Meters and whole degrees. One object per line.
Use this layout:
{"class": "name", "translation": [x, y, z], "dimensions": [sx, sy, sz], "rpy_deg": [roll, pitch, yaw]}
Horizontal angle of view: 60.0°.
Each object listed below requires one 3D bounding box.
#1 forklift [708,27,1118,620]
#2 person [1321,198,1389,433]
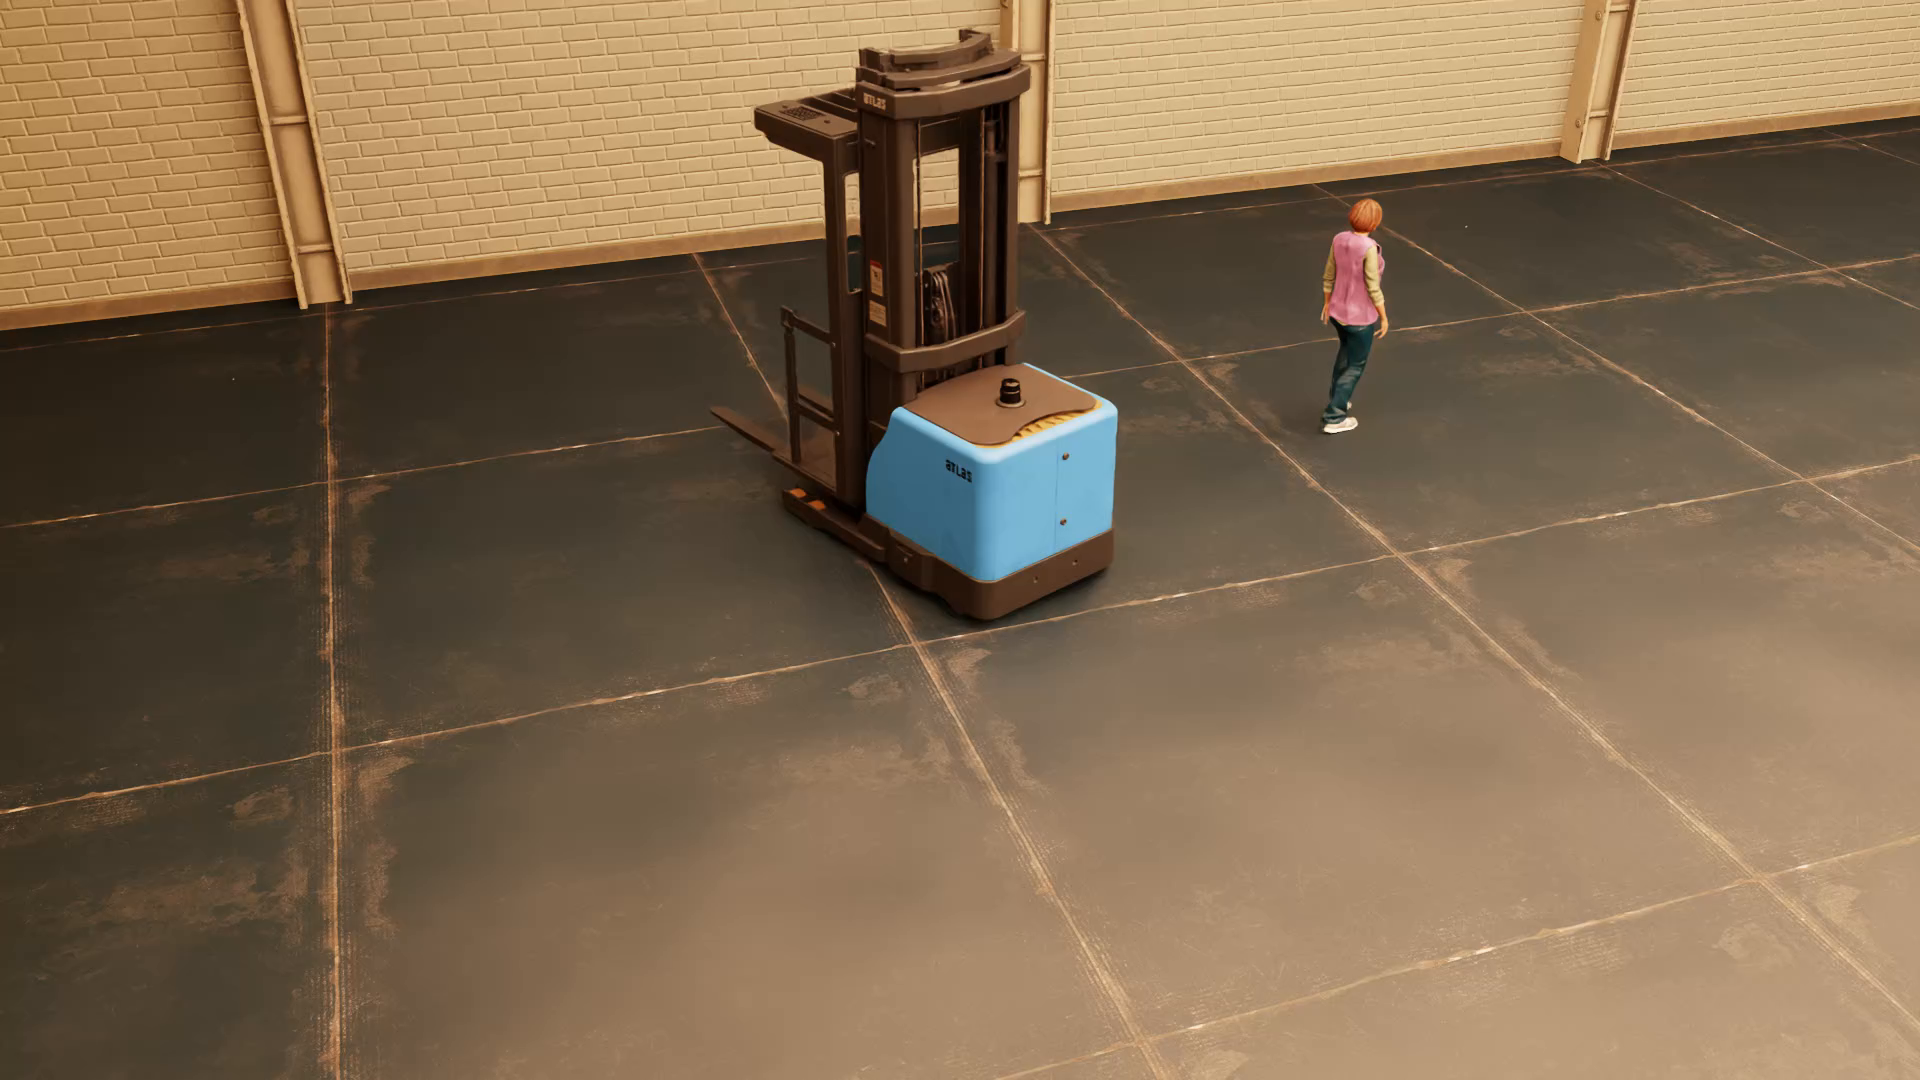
{"class": "forklift", "translation": [-0.448, -1.493, 9.681], "dimensions": [1.130, 2.935, 3.031], "rpy_deg": [-23, 37, -34]}
{"class": "person", "translation": [2.640, -1.480, 11.051], "dimensions": [0.499, 1.625, 0.497], "rpy_deg": [-16, 33, -25]}
